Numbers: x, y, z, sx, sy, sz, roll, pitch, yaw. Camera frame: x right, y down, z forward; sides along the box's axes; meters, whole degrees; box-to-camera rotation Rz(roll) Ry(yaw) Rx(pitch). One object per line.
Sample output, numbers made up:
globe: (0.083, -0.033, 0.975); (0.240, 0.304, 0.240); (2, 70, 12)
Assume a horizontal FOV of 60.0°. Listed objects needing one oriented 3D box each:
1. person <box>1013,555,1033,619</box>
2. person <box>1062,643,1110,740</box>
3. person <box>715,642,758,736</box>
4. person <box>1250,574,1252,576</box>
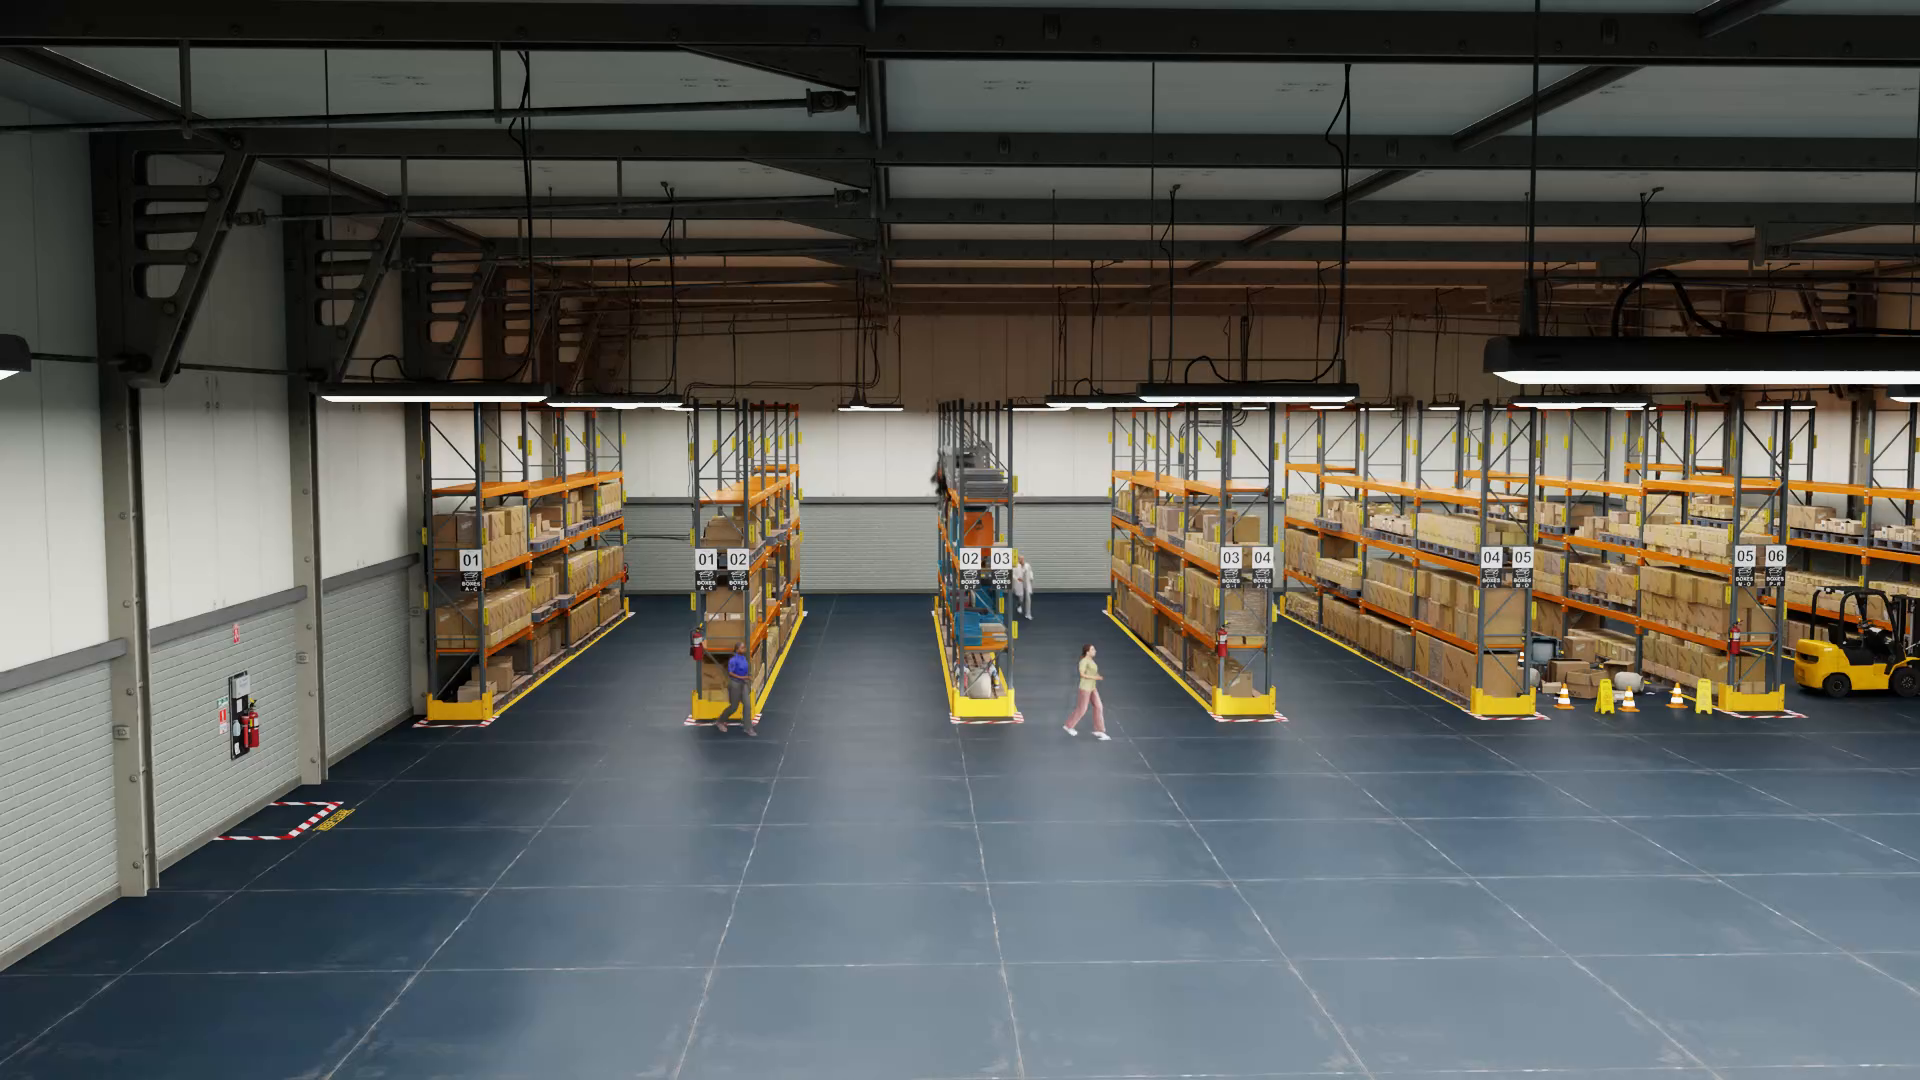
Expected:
person: (1.733, 1.302, 46.694); (0.722, 1.766, 1.009); (-1, 5, -16)
person: (2.215, 2.663, 29.283); (0.863, 1.700, 0.566); (2, 5, 26)
person: (-3.963, 2.647, 29.663); (0.797, 1.685, 0.596); (2, 5, 26)
person: (8.694, 1.246, 48.687); (0.791, 1.542, 0.607); (-1, 4, -11)
